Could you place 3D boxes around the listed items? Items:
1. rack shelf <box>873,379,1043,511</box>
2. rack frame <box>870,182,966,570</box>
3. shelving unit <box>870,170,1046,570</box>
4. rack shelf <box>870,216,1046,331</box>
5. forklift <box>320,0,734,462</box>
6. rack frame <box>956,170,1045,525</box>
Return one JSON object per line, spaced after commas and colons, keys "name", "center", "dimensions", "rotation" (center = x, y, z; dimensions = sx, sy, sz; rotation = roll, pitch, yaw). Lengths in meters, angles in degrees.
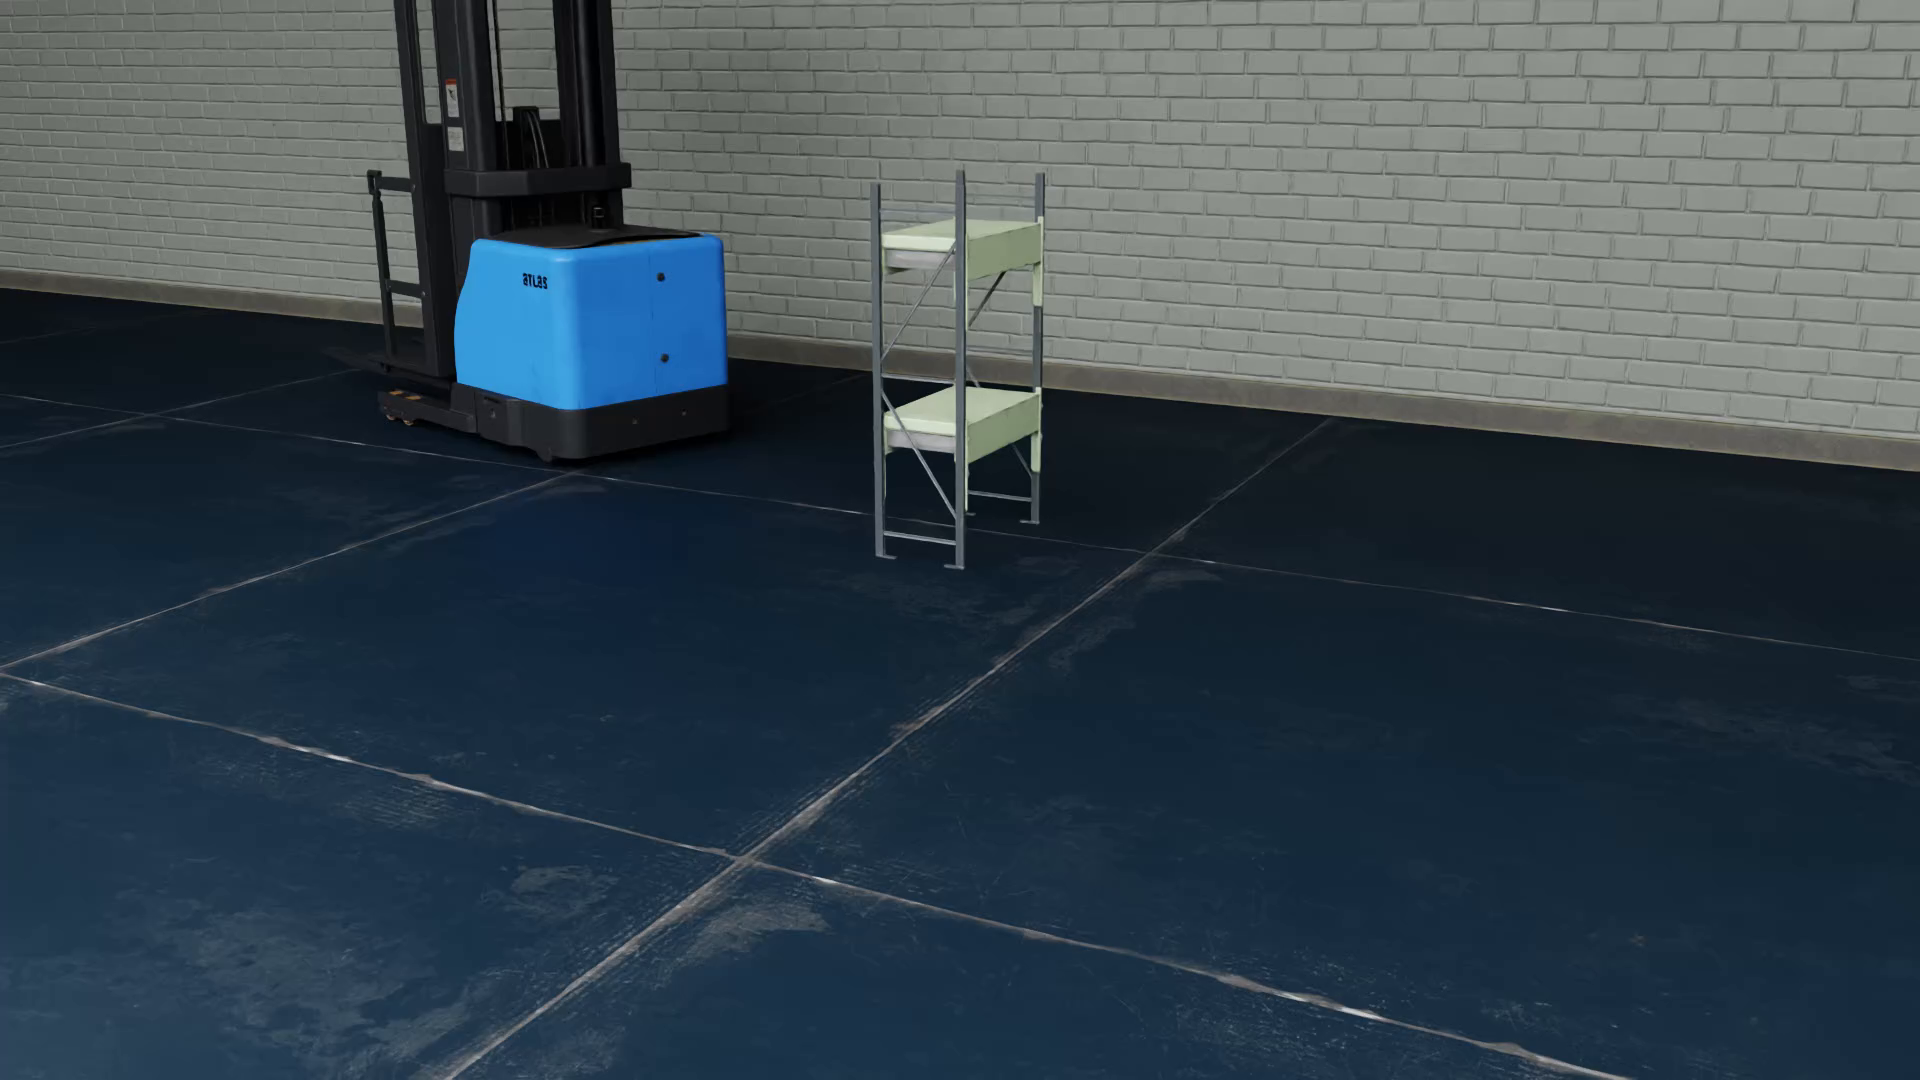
{"name": "rack shelf", "center": [0.003, -0.408, 6.909], "dimensions": [0.431, 0.370, 0.720], "rotation": [8, 18, 25]}
{"name": "rack frame", "center": [-0.161, -0.627, 6.503], "dimensions": [0.400, 1.500, 0.023], "rotation": [8, 18, 25]}
{"name": "shelving unit", "center": [0.003, -0.721, 6.817], "dimensions": [0.431, 1.500, 0.755], "rotation": [8, 18, 25]}
{"name": "rack shelf", "center": [0.003, -1.095, 6.705], "dimensions": [0.431, 0.370, 0.720], "rotation": [8, 18, 25]}
{"name": "forklift", "center": [-2.601, -2.126, 9.035], "dimensions": [3.031, 2.935, 1.130], "rotation": [15, 23, 42]}
{"name": "rack frame", "center": [0.167, -0.814, 7.130], "dimensions": [0.400, 1.500, 0.023], "rotation": [8, 18, 25]}
